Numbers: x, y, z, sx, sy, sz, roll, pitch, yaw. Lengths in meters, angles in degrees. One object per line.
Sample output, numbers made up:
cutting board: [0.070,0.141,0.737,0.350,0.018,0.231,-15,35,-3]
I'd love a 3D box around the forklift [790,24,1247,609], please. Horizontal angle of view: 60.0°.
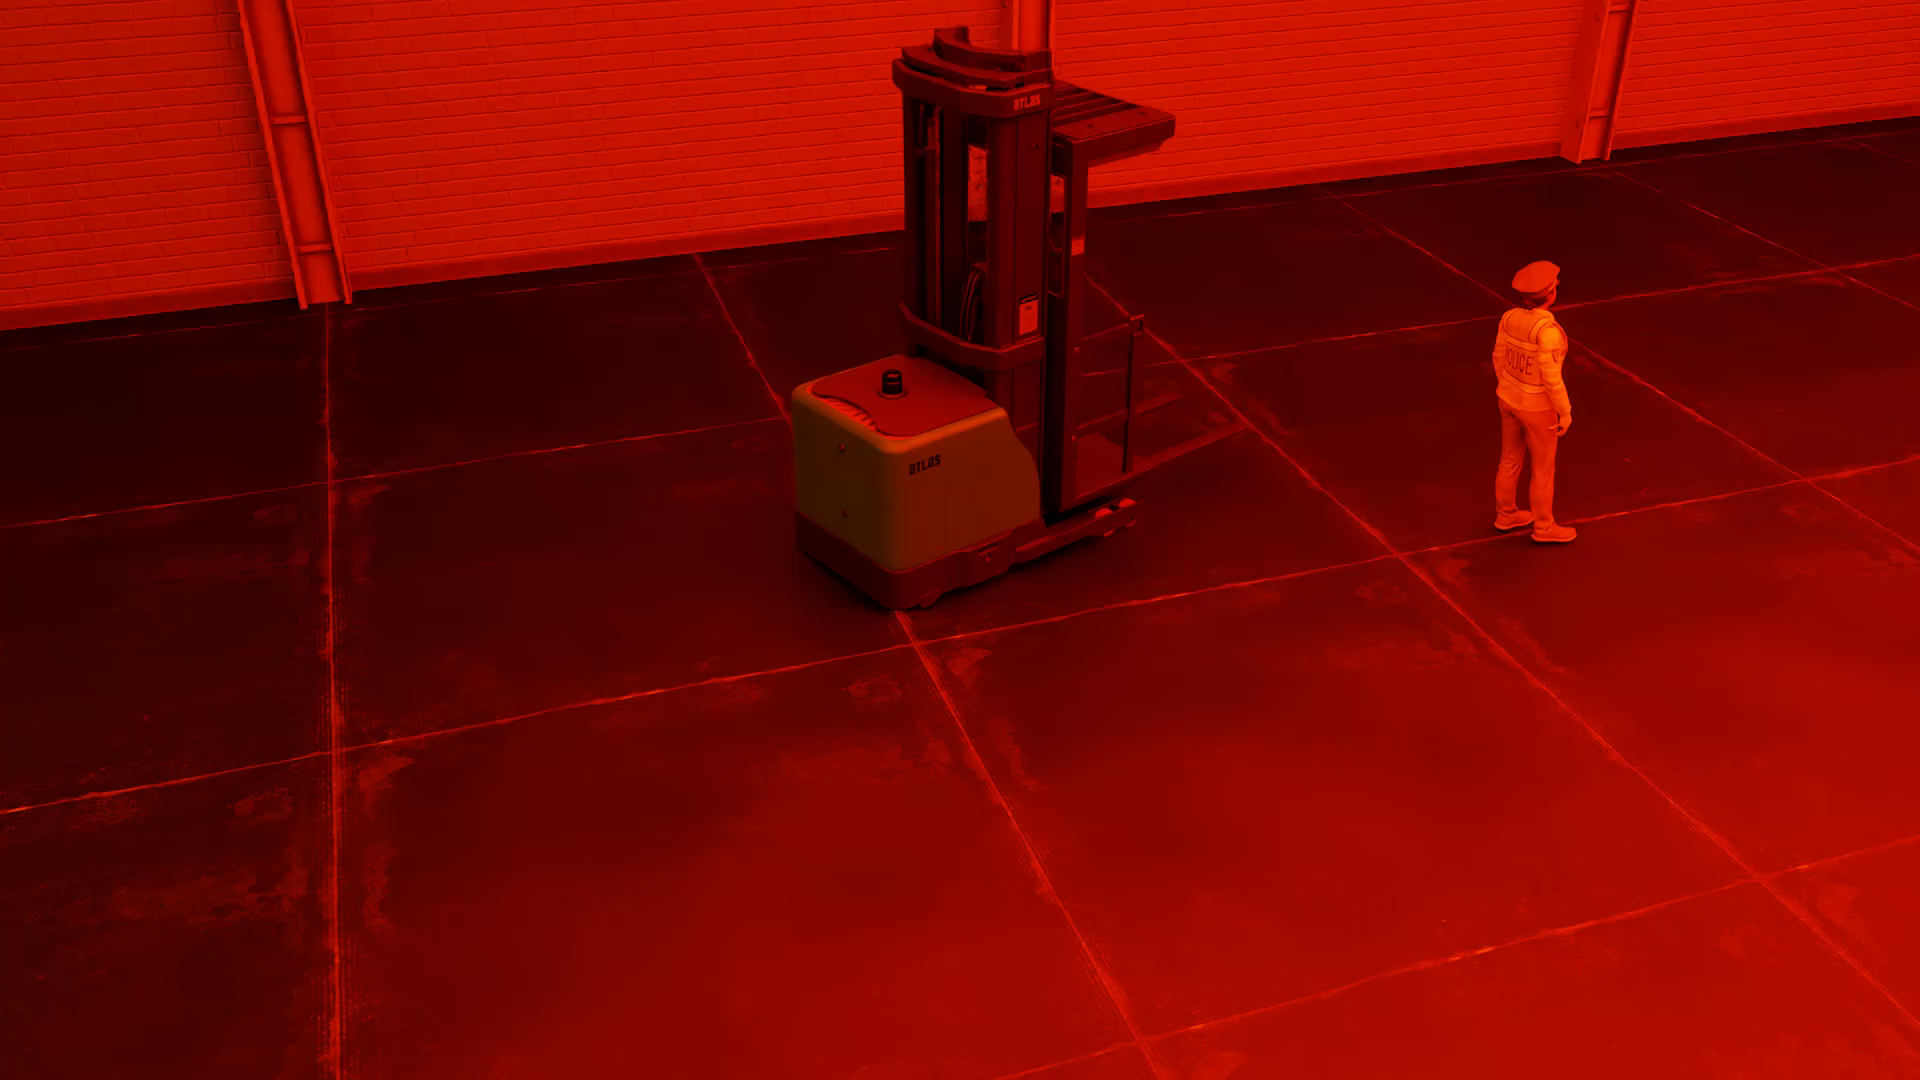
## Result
forklift: [0.493,-1.478,9.655,3.031,2.935,1.130,-22,36,-33]

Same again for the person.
person: [3.380,-0.815,9.731,0.530,1.697,0.581,-12,32,-20]
